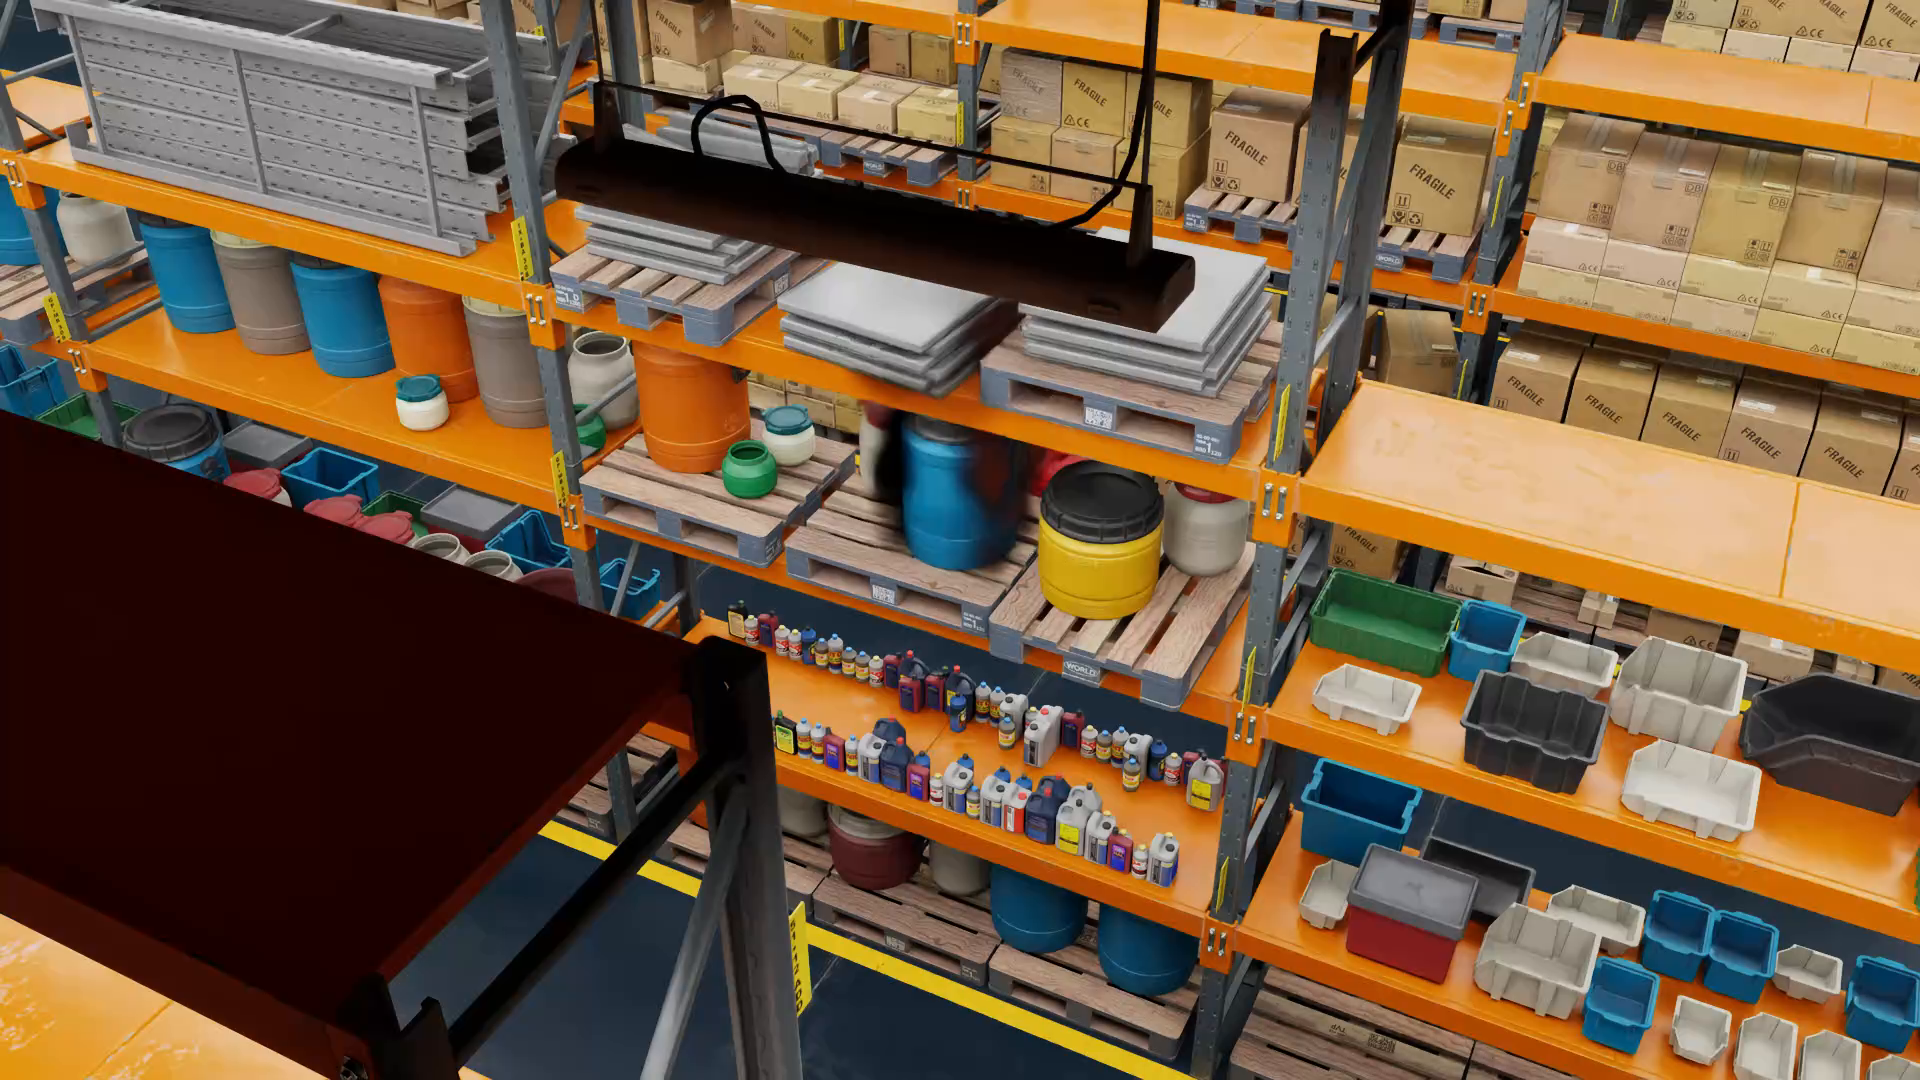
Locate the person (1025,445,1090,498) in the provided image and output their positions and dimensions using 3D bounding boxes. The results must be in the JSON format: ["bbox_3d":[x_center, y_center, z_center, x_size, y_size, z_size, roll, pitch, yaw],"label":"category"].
[{"bbox_3d":[0.687,-0.113,12.608,0.477,1.769,0.615,-24,42,-30],"label":"person"}]
